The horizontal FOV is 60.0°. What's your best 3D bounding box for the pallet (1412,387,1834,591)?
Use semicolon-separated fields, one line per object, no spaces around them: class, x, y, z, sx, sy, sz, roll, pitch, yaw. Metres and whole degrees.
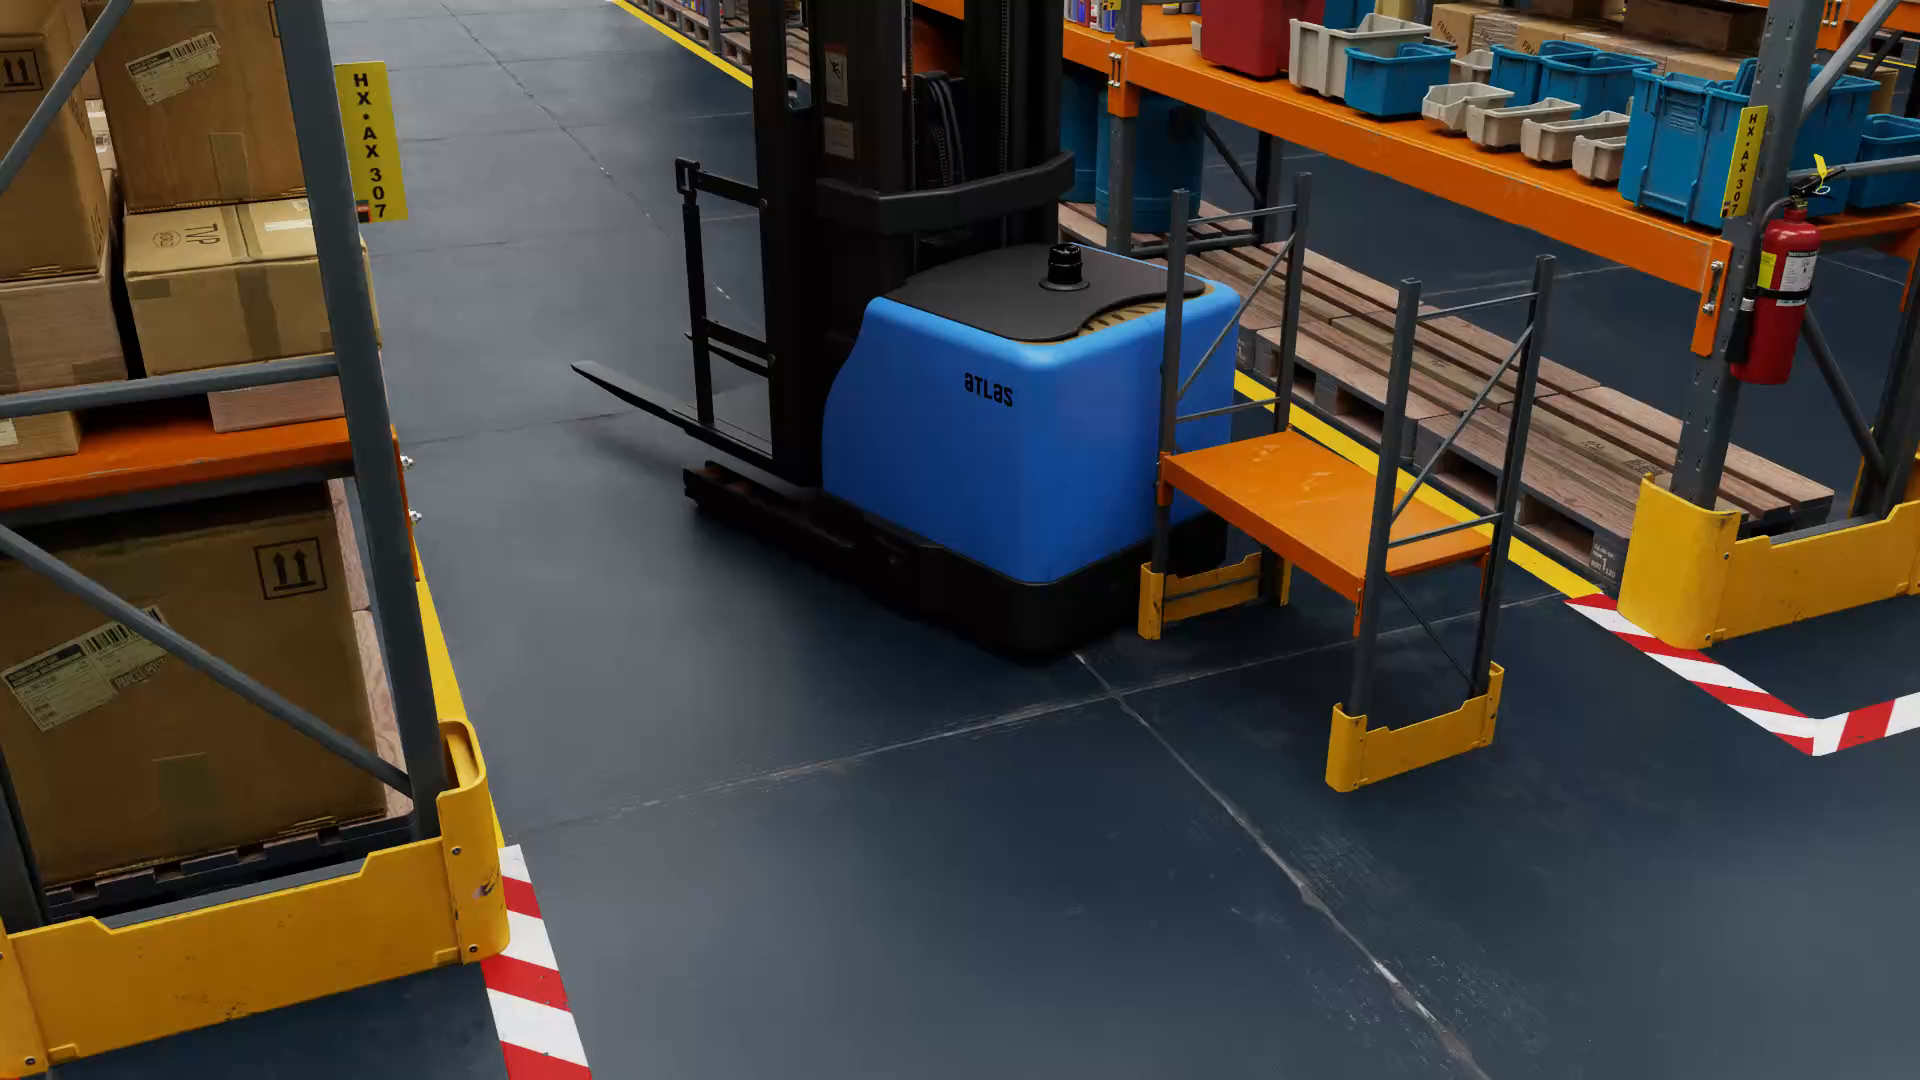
pallet;2.544;-0.237;6.495;1.003;0.211;1.213;-11;28;-21

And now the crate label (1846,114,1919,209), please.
crate label;3.038;-1.259;5.532;0.416;0.233;0.303;-11;28;-21

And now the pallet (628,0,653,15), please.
pallet;-3.048;-6.005;18.309;1.003;0.211;1.213;-11;28;-21

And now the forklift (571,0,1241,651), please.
forklift;-0.430;-1.514;6.011;1.130;2.935;3.031;-23;34;-38

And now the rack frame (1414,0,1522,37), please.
rack frame;4.258;-5.230;13.543;1.000;3.000;0.127;-11;28;-21

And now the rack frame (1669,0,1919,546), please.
rack frame;2.832;-1.151;5.188;1.000;3.000;0.127;-11;28;-21

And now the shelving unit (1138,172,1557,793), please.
shelving unit;1.101;-0.216;4.982;0.587;1.500;1.083;-13;29;-24

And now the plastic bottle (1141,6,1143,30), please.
plastic bottle;0.921;-2.809;8.810;0.097;0.201;0.097;0;26;0

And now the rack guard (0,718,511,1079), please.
rack guard;-1.716;0.833;3.974;1.175;0.500;0.348;-11;28;-21

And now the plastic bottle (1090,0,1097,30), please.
plastic bottle;0.743;-2.822;8.837;0.097;0.201;0.097;0;26;0

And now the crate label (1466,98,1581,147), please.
crate label;2.114;-1.585;6.310;0.396;0.136;0.243;-11;28;-21

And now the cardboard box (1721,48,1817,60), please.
cardboard box;5.640;-3.140;11.610;0.500;0.500;0.500;-10;28;-20

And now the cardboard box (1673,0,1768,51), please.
cardboard box;5.468;-3.667;11.835;0.500;0.250;0.500;-11;28;-20

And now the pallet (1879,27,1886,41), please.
pallet;8.510;-5.145;16.548;1.003;0.211;1.213;-11;28;-21

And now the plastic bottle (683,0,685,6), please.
plastic bottle;-2.758;-5.536;16.777;0.097;0.271;0.097;0;26;0

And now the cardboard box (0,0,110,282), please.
cardboard box;-2.158;-0.855;3.558;0.500;0.500;0.500;-10;28;-20

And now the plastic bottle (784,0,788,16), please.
plastic bottle;-1.669;-5.221;16.213;0.097;0.201;0.097;0;26;0

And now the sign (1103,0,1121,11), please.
sign;0.758;-2.796;8.243;0.100;0.325;0.005;-11;28;-21

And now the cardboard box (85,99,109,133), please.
cardboard box;-2.765;-1.136;4.990;0.500;0.250;0.500;-11;28;-21

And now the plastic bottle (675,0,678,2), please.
plastic bottle;-2.877;-5.658;17.027;0.097;0.271;0.097;0;26;0

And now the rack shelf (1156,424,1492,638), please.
rack shelf;1.097;-0.058;5.068;0.538;0.185;1.000;-13;29;-24

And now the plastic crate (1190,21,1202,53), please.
plastic crate;1.316;-2.462;8.105;0.396;0.136;0.243;-11;28;-21

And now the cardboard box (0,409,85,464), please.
cardboard box;-2.168;-0.274;3.679;0.380;0.149;0.250;-10;28;-20

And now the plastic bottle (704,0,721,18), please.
plastic bottle;-2.385;-5.213;16.026;0.144;0.351;0.185;-11;28;-22

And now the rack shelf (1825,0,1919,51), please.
rack shelf;6.608;-2.484;8.740;1.077;0.370;4.000;-11;28;-21

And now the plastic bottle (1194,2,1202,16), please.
plastic bottle;1.362;-3.066;9.257;0.097;0.271;0.097;0;26;0

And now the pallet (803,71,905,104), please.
pallet;-0.569;-3.447;13.069;1.003;0.211;1.213;-11;28;-21

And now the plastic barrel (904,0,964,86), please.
plastic barrel;-0.094;-3.399;11.788;0.600;0.830;0.708;-11;28;-21

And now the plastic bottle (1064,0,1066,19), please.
plastic bottle;0.604;-3.058;9.151;0.144;0.351;0.185;-11;28;-21

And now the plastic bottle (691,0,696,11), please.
plastic bottle;-2.587;-5.421;16.452;0.144;0.351;0.185;-11;28;-21

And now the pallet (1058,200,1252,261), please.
pallet;1.001;-1.831;9.760;1.003;0.211;1.213;-11;28;-21

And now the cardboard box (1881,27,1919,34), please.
cardboard box;8.982;-4.986;15.014;0.750;0.750;0.750;-11;28;-21

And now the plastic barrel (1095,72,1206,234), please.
plastic barrel;1.068;-2.234;9.319;0.600;0.901;0.708;-11;28;-21

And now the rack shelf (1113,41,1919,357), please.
rack shelf;2.048;-1.635;7.000;1.077;0.370;4.000;-11;28;-21

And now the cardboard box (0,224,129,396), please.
cardboard box;-2.160;-0.516;3.720;0.500;0.250;0.500;-11;28;-21

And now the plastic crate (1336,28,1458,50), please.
plastic crate;1.951;-2.263;7.712;0.437;0.125;0.590;-11;28;-21

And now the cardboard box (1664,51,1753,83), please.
cardboard box;5.182;-3.041;11.406;0.500;0.500;0.500;-10;28;-20

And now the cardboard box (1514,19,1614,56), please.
cardboard box;4.575;-3.658;12.670;0.500;0.500;0.500;-11;28;-21

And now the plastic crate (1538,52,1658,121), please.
plastic crate;2.522;-1.790;6.620;0.416;0.233;0.300;-11;28;-21

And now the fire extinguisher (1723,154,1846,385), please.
fire extinguisher;2.473;-0.809;5.002;0.296;0.674;0.183;-11;28;-21

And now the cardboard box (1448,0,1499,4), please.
cardboard box;4.323;-4.697;14.467;0.500;0.311;0.500;-10;28;-19

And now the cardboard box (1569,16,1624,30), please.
cardboard box;5.043;-3.758;12.876;0.500;0.500;0.500;-12;28;-22
